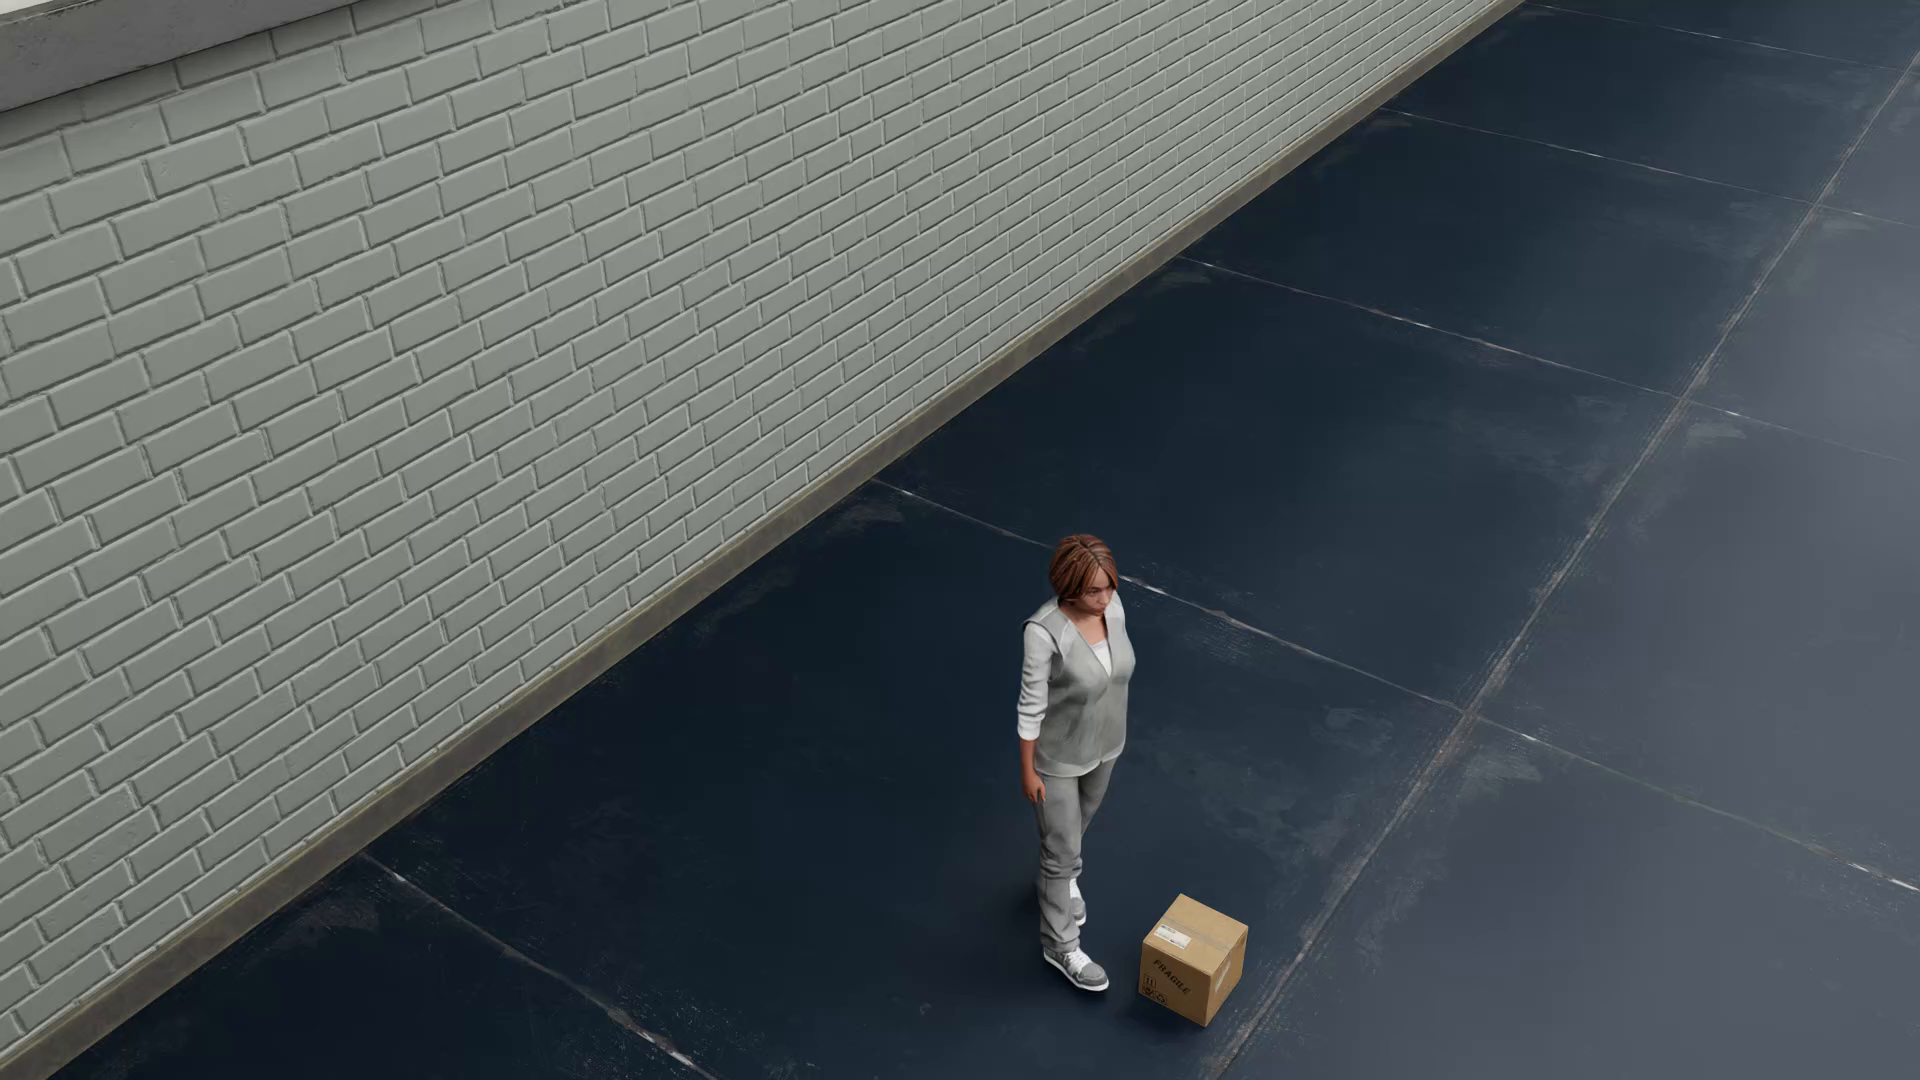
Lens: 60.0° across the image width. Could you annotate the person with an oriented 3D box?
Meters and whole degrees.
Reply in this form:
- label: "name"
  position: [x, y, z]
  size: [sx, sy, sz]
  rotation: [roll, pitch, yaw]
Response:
- label: "person"
  position: [0.386, 0.673, 5.184]
  size: [0.426, 1.596, 0.526]
  rotation: [-27, 43, -33]
